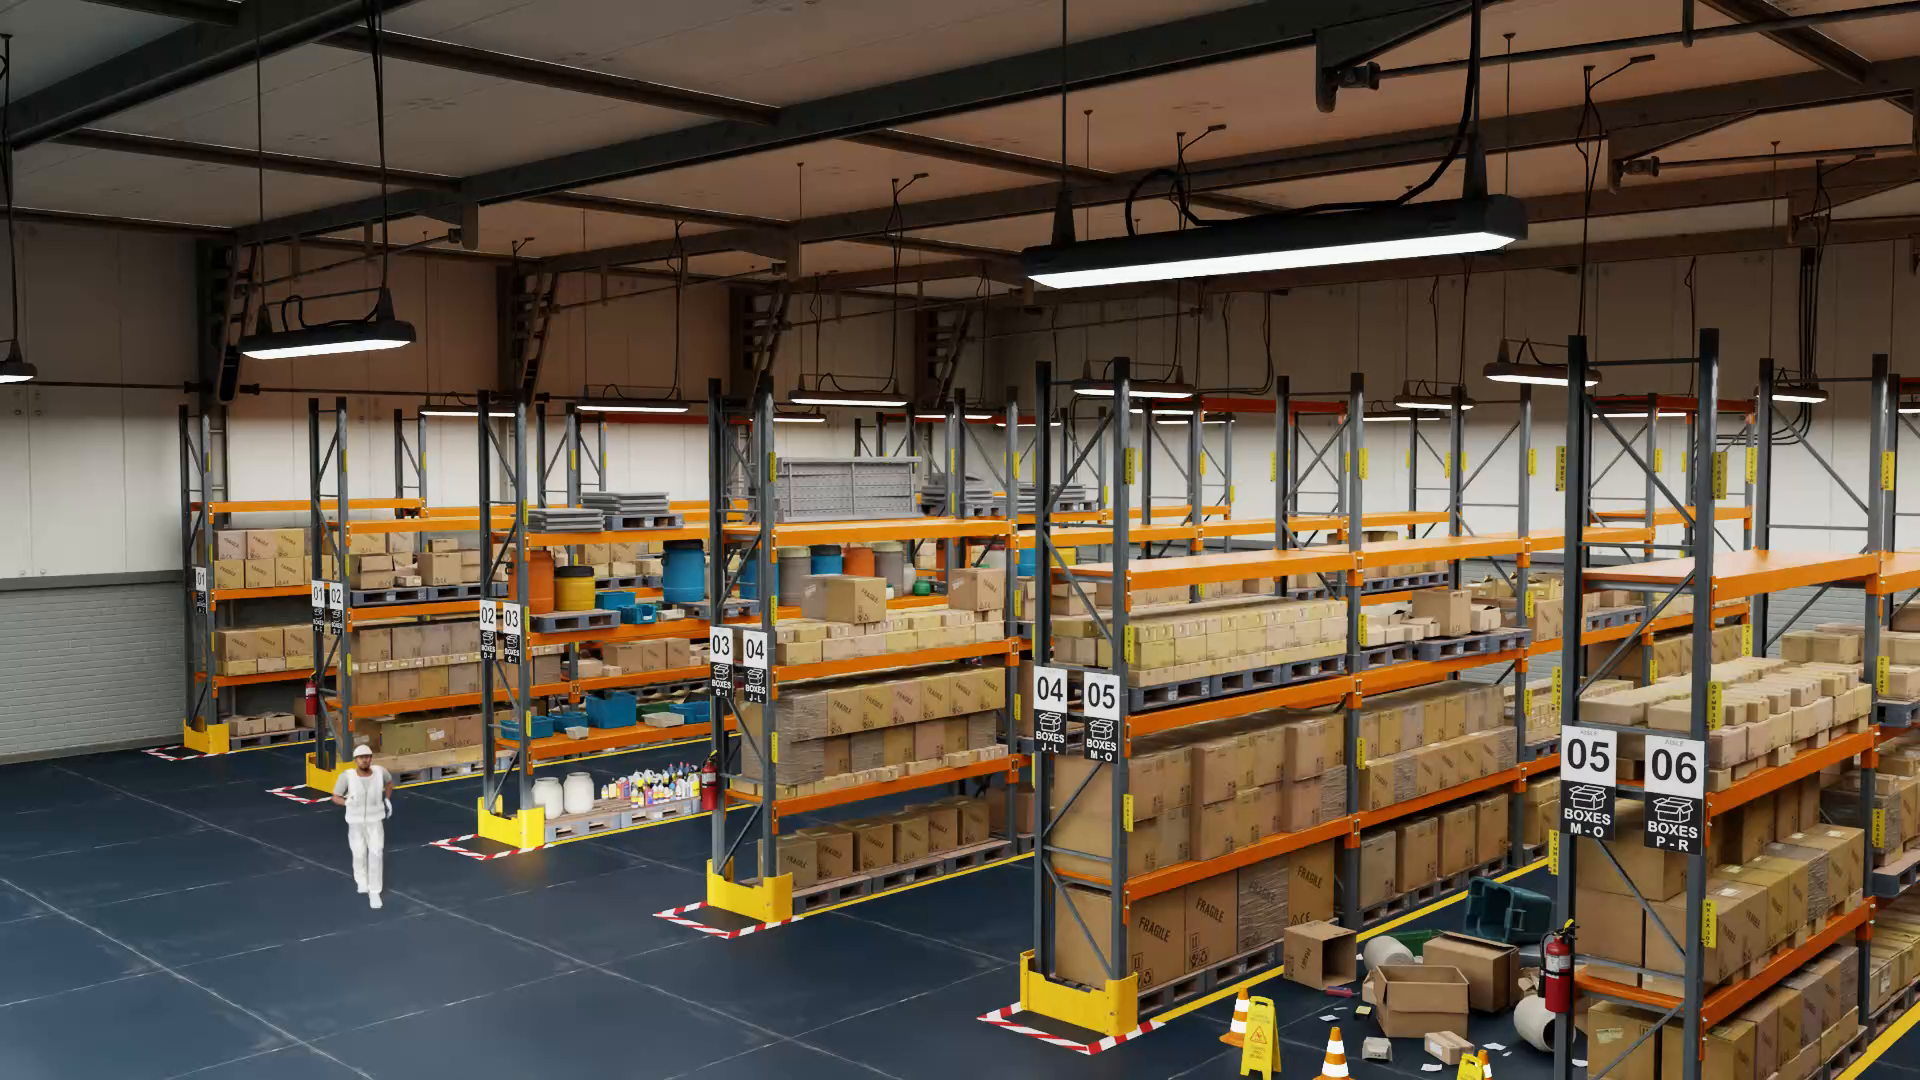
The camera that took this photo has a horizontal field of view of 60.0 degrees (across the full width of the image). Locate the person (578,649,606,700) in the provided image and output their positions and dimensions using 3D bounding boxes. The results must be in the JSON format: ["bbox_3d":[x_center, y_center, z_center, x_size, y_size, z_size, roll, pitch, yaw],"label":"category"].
[{"bbox_3d":[-6.703,2.787,31.094,0.919,1.546,0.578,-3,4,-43],"label":"person"}]

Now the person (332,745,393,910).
[{"bbox_3d":[-6.851,3.257,19.099,0.662,1.835,0.815,-1,3,-19],"label":"person"}]

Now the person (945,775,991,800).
[{"bbox_3d":[0.136,3.110,23.819,0.576,1.667,0.948,3,4,42],"label":"person"}]
